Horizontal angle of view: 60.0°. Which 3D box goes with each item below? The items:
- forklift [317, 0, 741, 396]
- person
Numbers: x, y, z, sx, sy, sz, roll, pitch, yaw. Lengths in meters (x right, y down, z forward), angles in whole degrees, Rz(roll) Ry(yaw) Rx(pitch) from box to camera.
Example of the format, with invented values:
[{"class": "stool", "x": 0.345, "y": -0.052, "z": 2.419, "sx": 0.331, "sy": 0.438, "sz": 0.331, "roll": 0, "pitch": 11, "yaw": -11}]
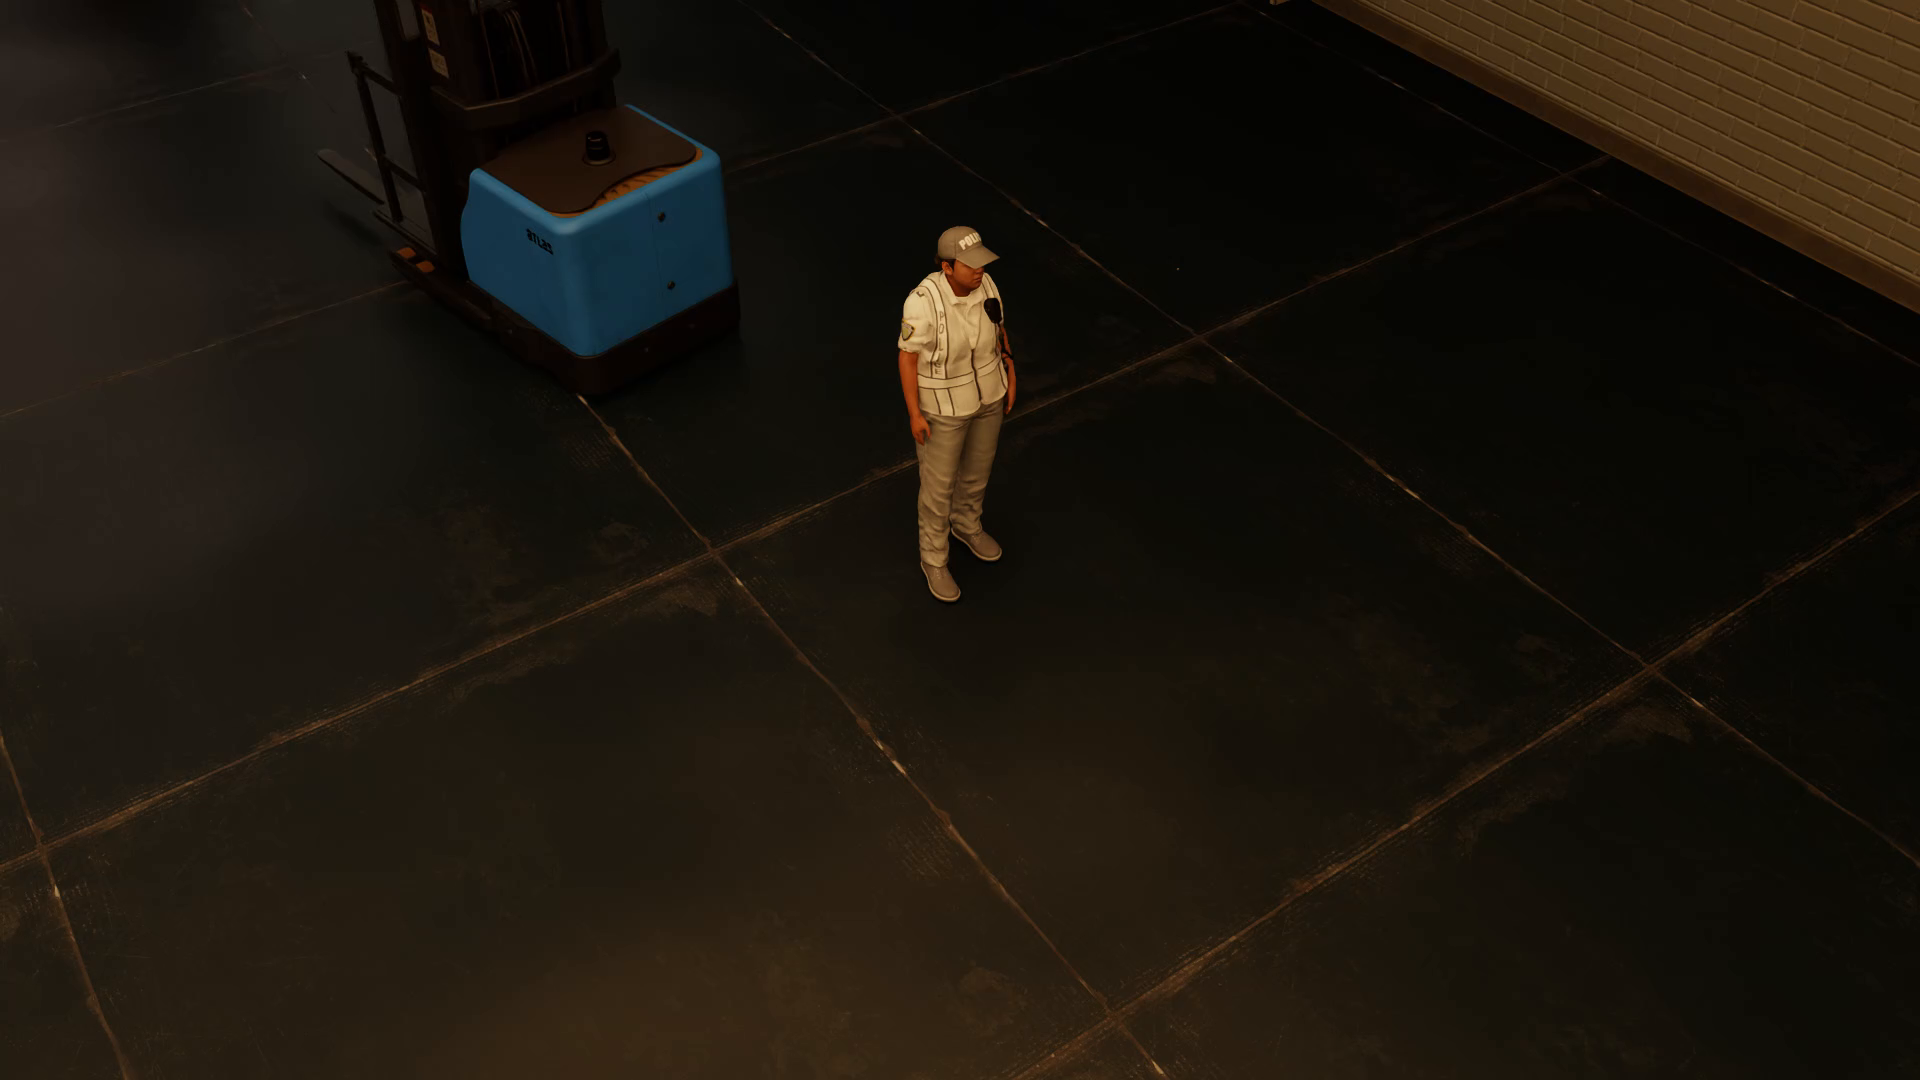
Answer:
[{"class": "forklift", "x": -2.601, "y": -2.712, "z": 8.659, "sx": 3.031, "sy": 2.935, "sz": 1.130, "roll": 34, "pitch": 52, "yaw": 31}, {"class": "person", "x": 0.025, "y": -0.567, "z": 7.252, "sx": 0.598, "sy": 1.670, "sz": 0.527, "roll": -25, "pitch": 48, "yaw": -25}]
